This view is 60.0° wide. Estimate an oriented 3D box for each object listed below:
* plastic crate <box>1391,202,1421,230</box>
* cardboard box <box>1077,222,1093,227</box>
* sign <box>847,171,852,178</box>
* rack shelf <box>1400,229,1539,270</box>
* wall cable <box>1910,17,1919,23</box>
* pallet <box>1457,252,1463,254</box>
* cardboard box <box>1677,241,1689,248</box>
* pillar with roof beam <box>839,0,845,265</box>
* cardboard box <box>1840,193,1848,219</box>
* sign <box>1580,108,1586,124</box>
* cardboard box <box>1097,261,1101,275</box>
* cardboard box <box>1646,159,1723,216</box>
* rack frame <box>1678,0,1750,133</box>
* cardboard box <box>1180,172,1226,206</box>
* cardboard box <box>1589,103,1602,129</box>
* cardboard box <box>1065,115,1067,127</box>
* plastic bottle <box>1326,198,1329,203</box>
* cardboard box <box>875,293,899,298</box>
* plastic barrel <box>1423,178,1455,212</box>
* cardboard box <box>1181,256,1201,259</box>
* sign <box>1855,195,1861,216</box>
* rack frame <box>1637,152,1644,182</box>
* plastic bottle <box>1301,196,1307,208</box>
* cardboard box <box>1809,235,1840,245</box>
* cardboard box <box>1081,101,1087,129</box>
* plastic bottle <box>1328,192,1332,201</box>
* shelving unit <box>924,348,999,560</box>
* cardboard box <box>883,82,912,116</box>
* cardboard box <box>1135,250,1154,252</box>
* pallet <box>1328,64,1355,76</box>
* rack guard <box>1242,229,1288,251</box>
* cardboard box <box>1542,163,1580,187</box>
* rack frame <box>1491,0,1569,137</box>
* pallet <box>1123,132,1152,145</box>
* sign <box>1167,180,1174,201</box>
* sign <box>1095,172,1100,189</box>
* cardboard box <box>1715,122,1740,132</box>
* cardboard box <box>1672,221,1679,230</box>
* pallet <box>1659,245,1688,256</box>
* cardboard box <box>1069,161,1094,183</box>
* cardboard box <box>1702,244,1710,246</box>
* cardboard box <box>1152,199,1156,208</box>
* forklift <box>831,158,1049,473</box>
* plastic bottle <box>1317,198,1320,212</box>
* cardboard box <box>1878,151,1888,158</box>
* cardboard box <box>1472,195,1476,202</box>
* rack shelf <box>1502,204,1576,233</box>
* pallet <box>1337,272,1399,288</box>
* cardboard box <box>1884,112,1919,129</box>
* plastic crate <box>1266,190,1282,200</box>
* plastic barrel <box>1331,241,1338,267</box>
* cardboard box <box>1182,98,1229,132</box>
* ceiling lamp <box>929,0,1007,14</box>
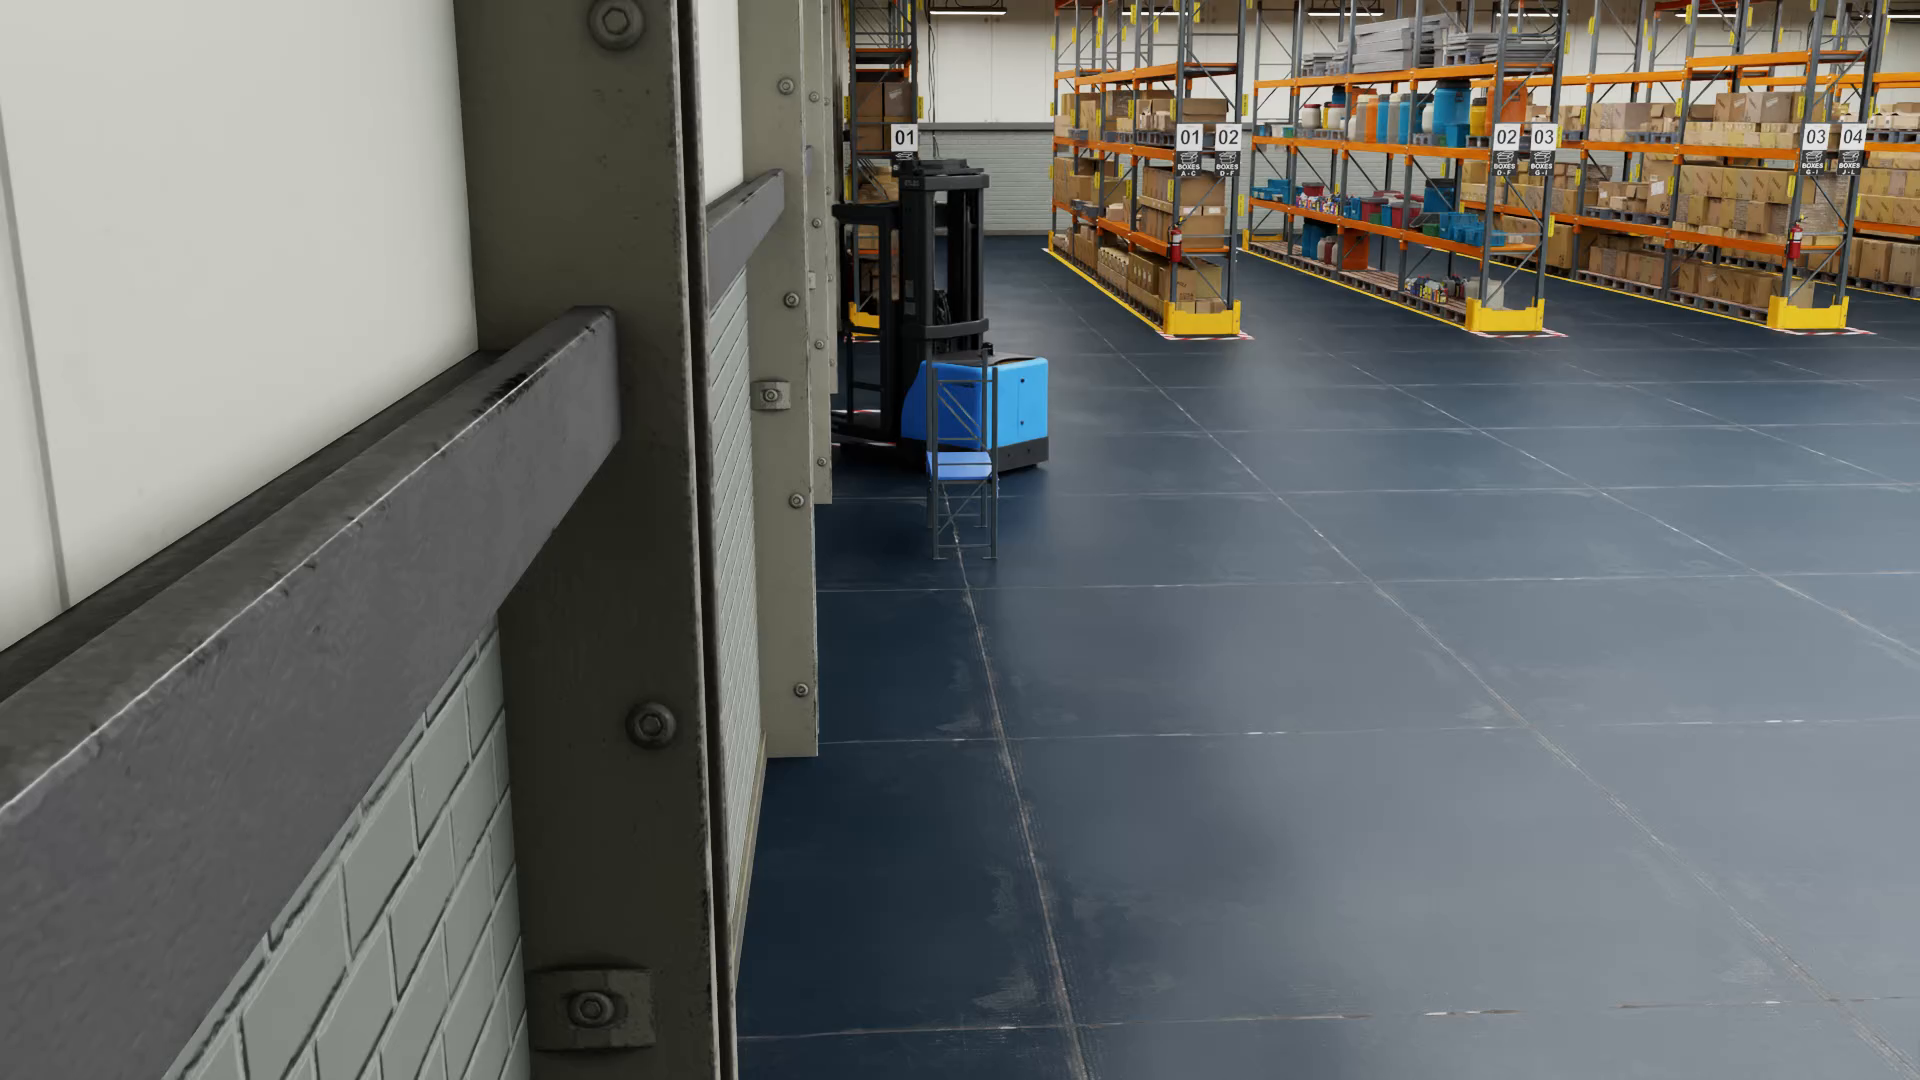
[{"bbox_3d":[8.160,-5.941,30.468,0.402,0.464,0.583,-1,14,-3],"label":"plastic crate"},{"bbox_3d":[3.087,-7.574,41.078,0.500,0.500,0.500,-1,14,-3],"label":"cardboard box"},{"bbox_3d":[-2.194,-7.187,33.118,0.100,0.325,0.005,-1,14,-3],"label":"sign"},{"bbox_3d":[8.619,-4.948,28.183,1.077,0.370,4.000,-1,14,-3],"label":"rack shelf"},{"bbox_3d":[28.468,-16.108,46.911,2.988,3.039,0.133,-1,14,-3],"label":"wall cable"},{"bbox_3d":[12.823,-7.307,41.502,1.003,0.211,1.213,-1,14,-3],"label":"pallet"},{"bbox_3d":[17.471,-7.084,39.918,0.380,0.149,0.250,-1,14,-4],"label":"cardboard box"},{"bbox_3d":[1.502,-10.763,37.300,9.100,9.000,0.400,-1,14,-3],"label":"pillar with roof beam"},{"bbox_3d":[17.940,-6.723,33.436,0.500,0.500,0.500,-1,14,-4],"label":"cardboard box"},{"bbox_3d":[12.636,-8.600,33.716,0.100,0.325,0.005,-1,14,-3],"label":"sign"},{"bbox_3d":[3.043,-5.450,33.366,0.500,0.250,0.500,-1,14,-4],"label":"cardboard box"},{"bbox_3d":[13.529,-6.564,30.973,1.000,1.000,1.000,-1,14,-3],"label":"cardboard box"},{"bbox_3d":[13.439,-8.776,29.576,1.000,3.000,0.127,-1,14,-3],"label":"rack frame"},{"bbox_3d":[3.779,-5.530,26.195,0.700,0.500,0.500,-1,14,-3],"label":"cardboard box"},{"bbox_3d":[12.963,-8.488,33.272,0.500,0.500,0.500,-1,14,-3],"label":"cardboard box"},{"bbox_3d":[2.698,-9.696,38.469,0.500,0.250,0.500,-1,14,-3],"label":"cardboard box"},{"bbox_3d":[7.858,-7.159,35.565,0.061,0.283,0.133,-1,14,-3],"label":"plastic bottle"},{"bbox_3d":[-1.133,-3.873,27.071,0.500,0.311,0.500,0,14,1],"label":"cardboard box"},{"bbox_3d":[8.774,-6.138,30.355,0.600,0.901,0.708,-1,14,-3],"label":"plastic barrel"},{"bbox_3d":[3.852,-4.593,28.527,0.500,0.500,0.500,-1,14,-3],"label":"cardboard box"},{"bbox_3d":[14.228,-5.304,26.382,0.100,0.325,0.005,-1,14,-3],"label":"sign"},{"bbox_3d":[17.652,-8.907,42.123,1.000,3.000,0.127,-1,14,-3],"label":"rack frame"},{"bbox_3d":[7.671,-7.512,36.951,0.152,0.276,0.135,-1,14,-3],"label":"plastic bottle"},{"bbox_3d":[13.907,-4.829,26.778,0.380,0.149,0.250,-1,14,-3],"label":"cardboard box"},{"bbox_3d":[3.013,-9.335,36.523,0.600,0.600,0.600,-2,15,-9],"label":"cardboard box"},{"bbox_3d":[8.239,-7.534,36.888,0.144,0.351,0.185,-1,14,-3],"label":"plastic bottle"},{"bbox_3d":[0.005,-0.705,13.257,0.538,1.500,1.048,-1,14,-3],"label":"shelving unit"},{"bbox_3d":[-0.927,-6.741,25.439,0.500,0.500,0.500,-2,15,-7],"label":"cardboard box"},{"bbox_3d":[3.649,-5.476,32.338,0.500,0.311,0.500,-1,14,-4],"label":"cardboard box"},{"bbox_3d":[8.233,-9.589,33.918,1.213,0.211,1.003,-1,14,-3],"label":"pallet"},{"bbox_3d":[7.737,-7.574,41.959,1.175,0.500,0.348,-1,14,-3],"label":"rack guard"},{"bbox_3d":[13.076,-7.911,36.038,0.797,0.503,0.637,0,14,-2],"label":"cardboard box"},{"bbox_3d":[8.743,-7.705,25.412,1.000,3.000,0.127,-1,14,-3],"label":"rack frame"},{"bbox_3d":[3.484,-7.298,30.235,0.805,0.209,1.217,-1,15,-6],"label":"pallet"},{"bbox_3d":[3.257,-5.394,25.673,0.100,0.325,0.005,-1,14,-3],"label":"sign"},{"bbox_3d":[2.762,-7.225,33.423,0.100,0.325,0.005,-1,14,-3],"label":"sign"},{"bbox_3d":[13.219,-7.097,28.572,0.380,0.149,0.250,-1,14,-4],"label":"cardboard box"},{"bbox_3d":[13.152,-5.691,30.129,0.380,0.149,0.250,-1,14,-3],"label":"cardboard box"},{"bbox_3d":[17.744,-7.032,40.433,1.003,0.211,1.213,-1,14,-3],"label":"pallet"},{"bbox_3d":[2.766,-8.363,37.802,0.500,0.500,0.500,-1,14,-3],"label":"cardboard box"},{"bbox_3d":[17.563,-6.952,38.807,0.380,0.149,0.250,-1,14,-2],"label":"cardboard box"},{"bbox_3d":[3.458,-5.691,28.123,0.380,0.149,0.250,-1,14,-5],"label":"cardboard box"},{"bbox_3d":[-0.568,-2.295,16.564,3.031,2.935,1.130,13,19,40],"label":"forklift"},{"bbox_3d":[7.706,-7.190,35.685,0.061,0.283,0.133,-1,14,-3],"label":"plastic bottle"},{"bbox_3d":[22.451,-9.312,40.188,0.380,0.149,0.250,-1,14,-3],"label":"cardboard box"},{"bbox_3d":[12.502,-8.192,39.851,0.380,0.149,0.250,-1,14,-3],"label":"cardboard box"},{"bbox_3d":[13.067,-7.014,36.213,1.077,0.370,4.000,-1,14,-3],"label":"rack shelf"},{"bbox_3d":[8.257,-5.245,33.489,1.003,0.211,1.213,-1,14,-3],"label":"pallet"},{"bbox_3d":[18.067,-8.016,31.777,0.500,0.311,0.500,-1,14,-5],"label":"cardboard box"},{"bbox_3d":[7.539,-8.258,39.818,0.416,0.233,0.300,-1,14,-3],"label":"plastic crate"},{"bbox_3d":[8.076,-6.048,35.163,0.421,0.512,0.421,0,14,0],"label":"plastic barrel"},{"bbox_3d":[3.768,-6.641,25.966,0.797,0.503,0.637,0,14,0],"label":"cardboard box"},{"bbox_3d":[0.218,-15.064,42.302,2.000,3.185,0.800,-1,14,-3],"label":"ceiling lamp"}]
